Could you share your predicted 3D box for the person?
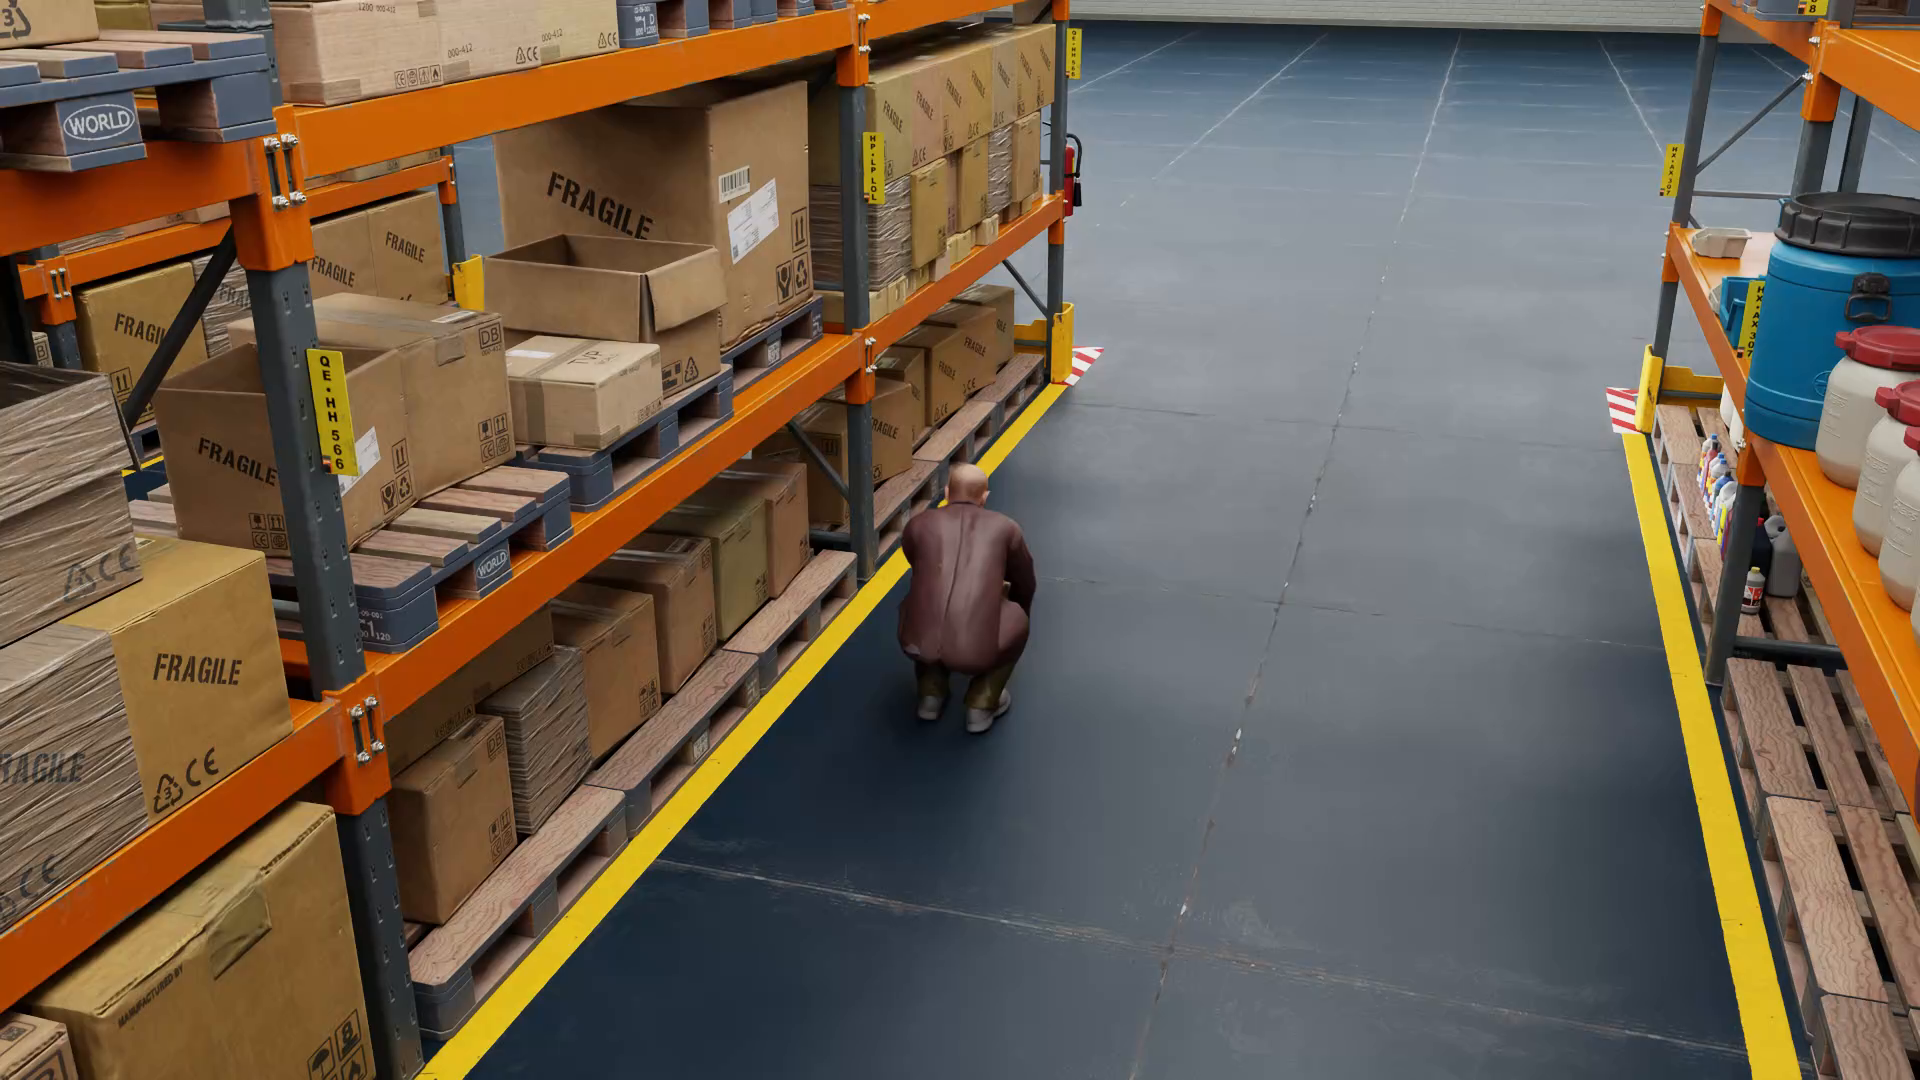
[{"bbox_3d":[0.026,0.226,7.117,0.597,0.989,0.912,6,23,16],"label":"person"}]
